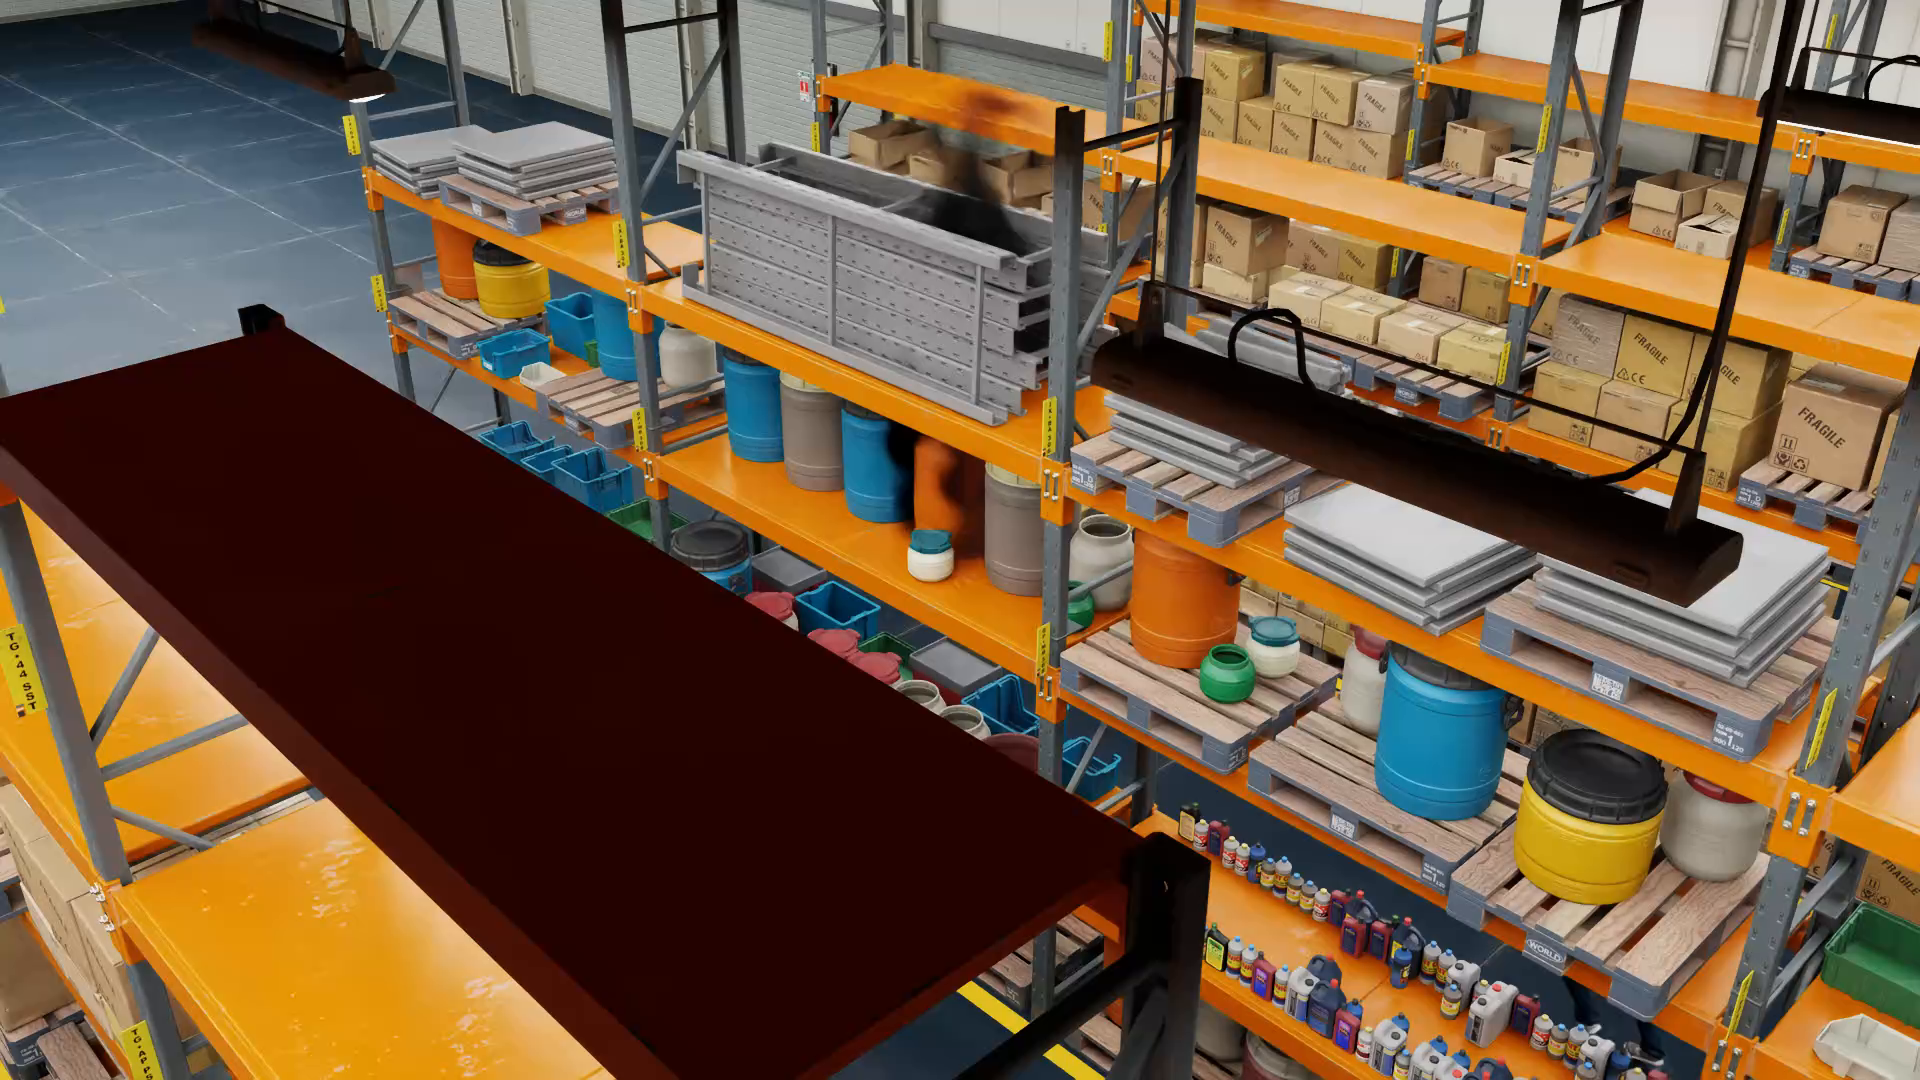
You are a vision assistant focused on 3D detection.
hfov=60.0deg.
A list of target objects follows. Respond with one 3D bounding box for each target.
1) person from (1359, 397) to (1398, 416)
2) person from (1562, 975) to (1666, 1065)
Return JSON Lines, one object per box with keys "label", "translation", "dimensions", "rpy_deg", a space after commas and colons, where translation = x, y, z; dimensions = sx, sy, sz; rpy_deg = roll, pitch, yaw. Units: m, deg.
{"label": "person", "translation": [4.394, -1.186, 17.283], "dimensions": [0.818, 1.752, 0.701], "rpy_deg": [20, 34, 32]}
{"label": "person", "translation": [4.084, 2.578, 10.351], "dimensions": [0.544, 1.589, 0.813], "rpy_deg": [-21, 35, -34]}
